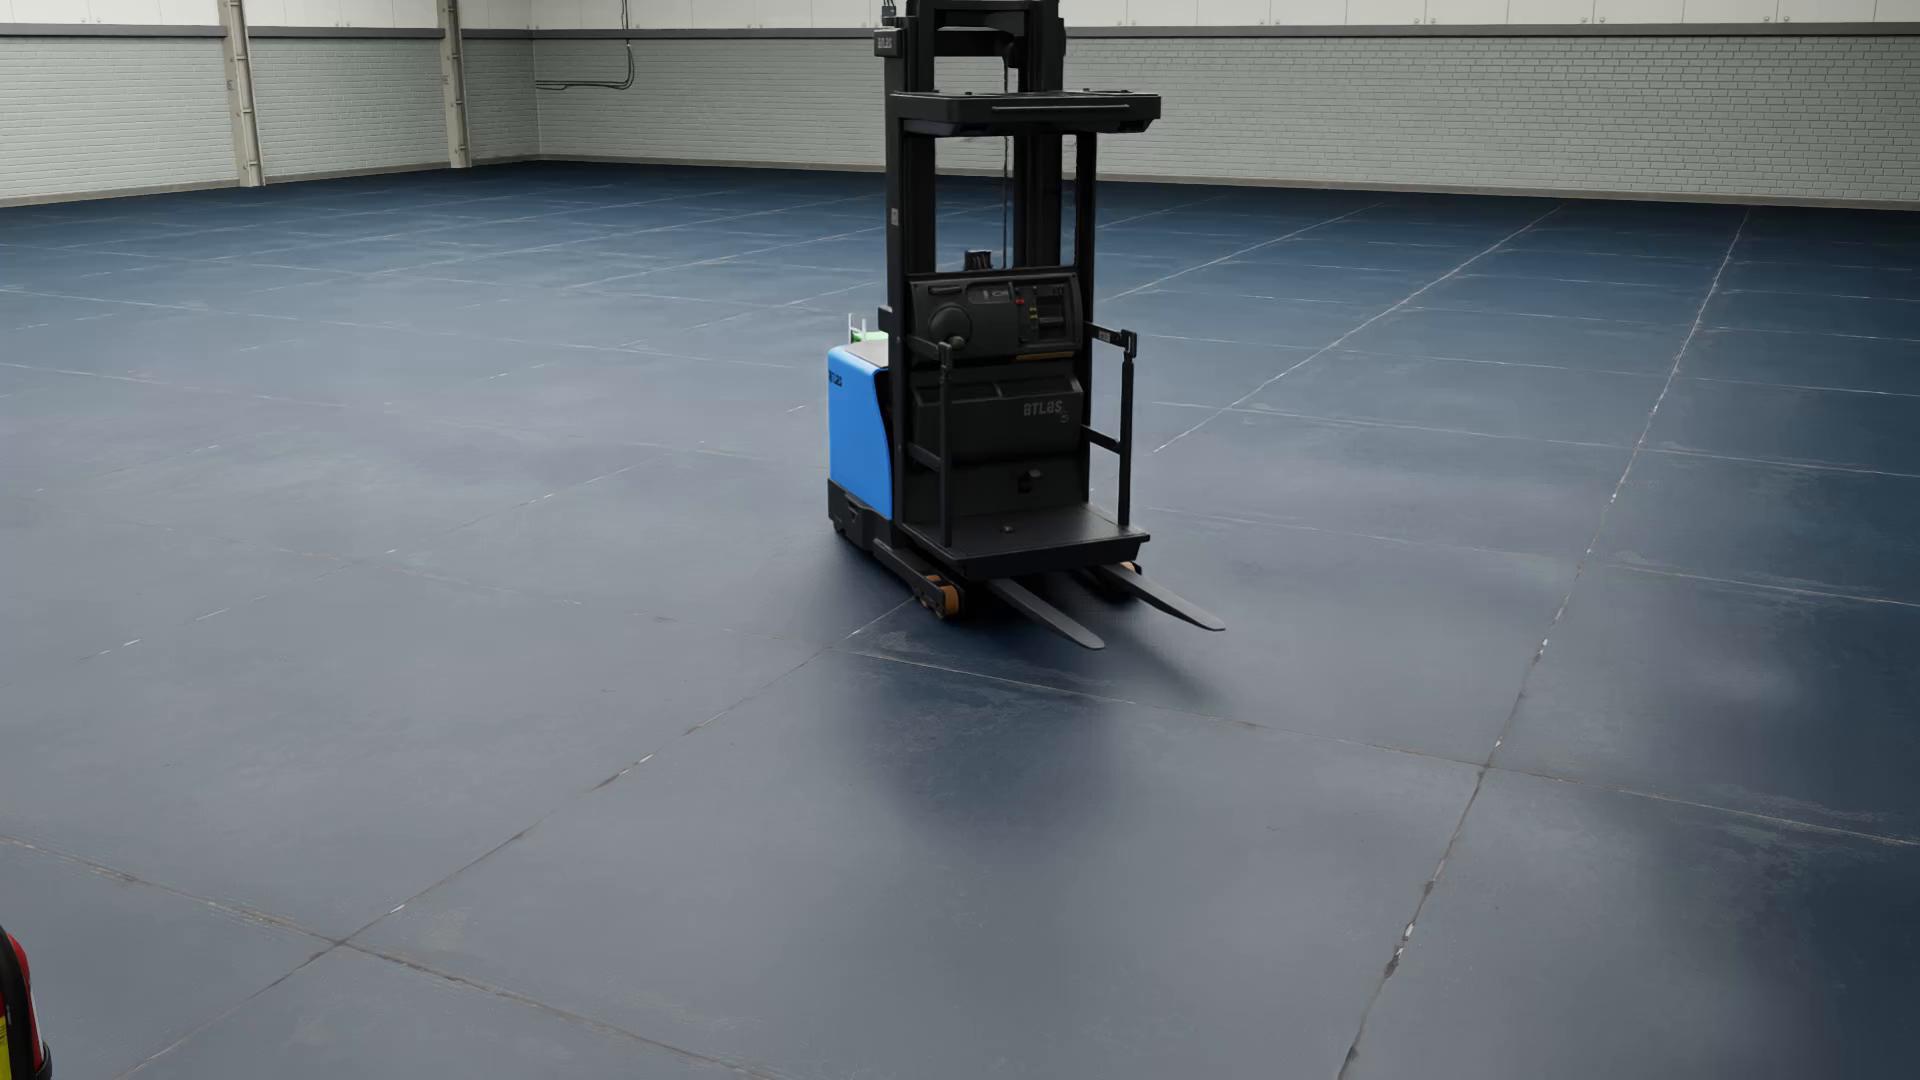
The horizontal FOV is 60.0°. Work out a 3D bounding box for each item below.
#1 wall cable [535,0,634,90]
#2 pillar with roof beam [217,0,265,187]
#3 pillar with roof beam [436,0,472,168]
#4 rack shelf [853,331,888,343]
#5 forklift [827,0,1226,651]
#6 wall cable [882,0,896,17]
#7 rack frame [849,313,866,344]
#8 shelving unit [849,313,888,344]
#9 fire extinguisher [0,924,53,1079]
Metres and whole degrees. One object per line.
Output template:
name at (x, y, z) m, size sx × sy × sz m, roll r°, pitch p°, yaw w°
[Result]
wall cable at (-9.143, -12.106, 39.931) m, size 3.097 × 2.526 × 0.112 m, roll 8°, pitch 18°, yaw 25°
pillar with roof beam at (-10.473, -10.936, 30.539) m, size 9.100 × 9.000 × 0.400 m, roll 8°, pitch 18°, yaw 25°
pillar with roof beam at (-7.791, -12.464, 35.685) m, size 9.100 × 9.000 × 0.400 m, roll 8°, pitch 18°, yaw 25°
rack shelf at (-0.376, -1.157, 9.850) m, size 0.480 × 0.148 × 0.258 m, roll -7°, pitch 18°, yaw -23°
forklift at (0.279, -1.154, 8.261) m, size 1.130 × 2.935 × 3.031 m, roll -7°, pitch 18°, yaw -22°
wall cable at (-0.658, -14.013, 34.924) m, size 2.305 × 6.003 × 0.169 m, roll 8°, pitch 18°, yaw 25°
rack frame at (-0.599, -0.730, 9.874) m, size 0.015 × 1.200 × 0.240 m, roll -7°, pitch 18°, yaw -23°
shelving unit at (-0.376, -0.758, 9.968) m, size 0.503 × 1.200 × 0.258 m, roll -7°, pitch 18°, yaw -23°
fire extinguisher at (-1.294, 0.661, 2.165) m, size 0.296 × 0.674 × 0.183 m, roll 8°, pitch 18°, yaw 25°
